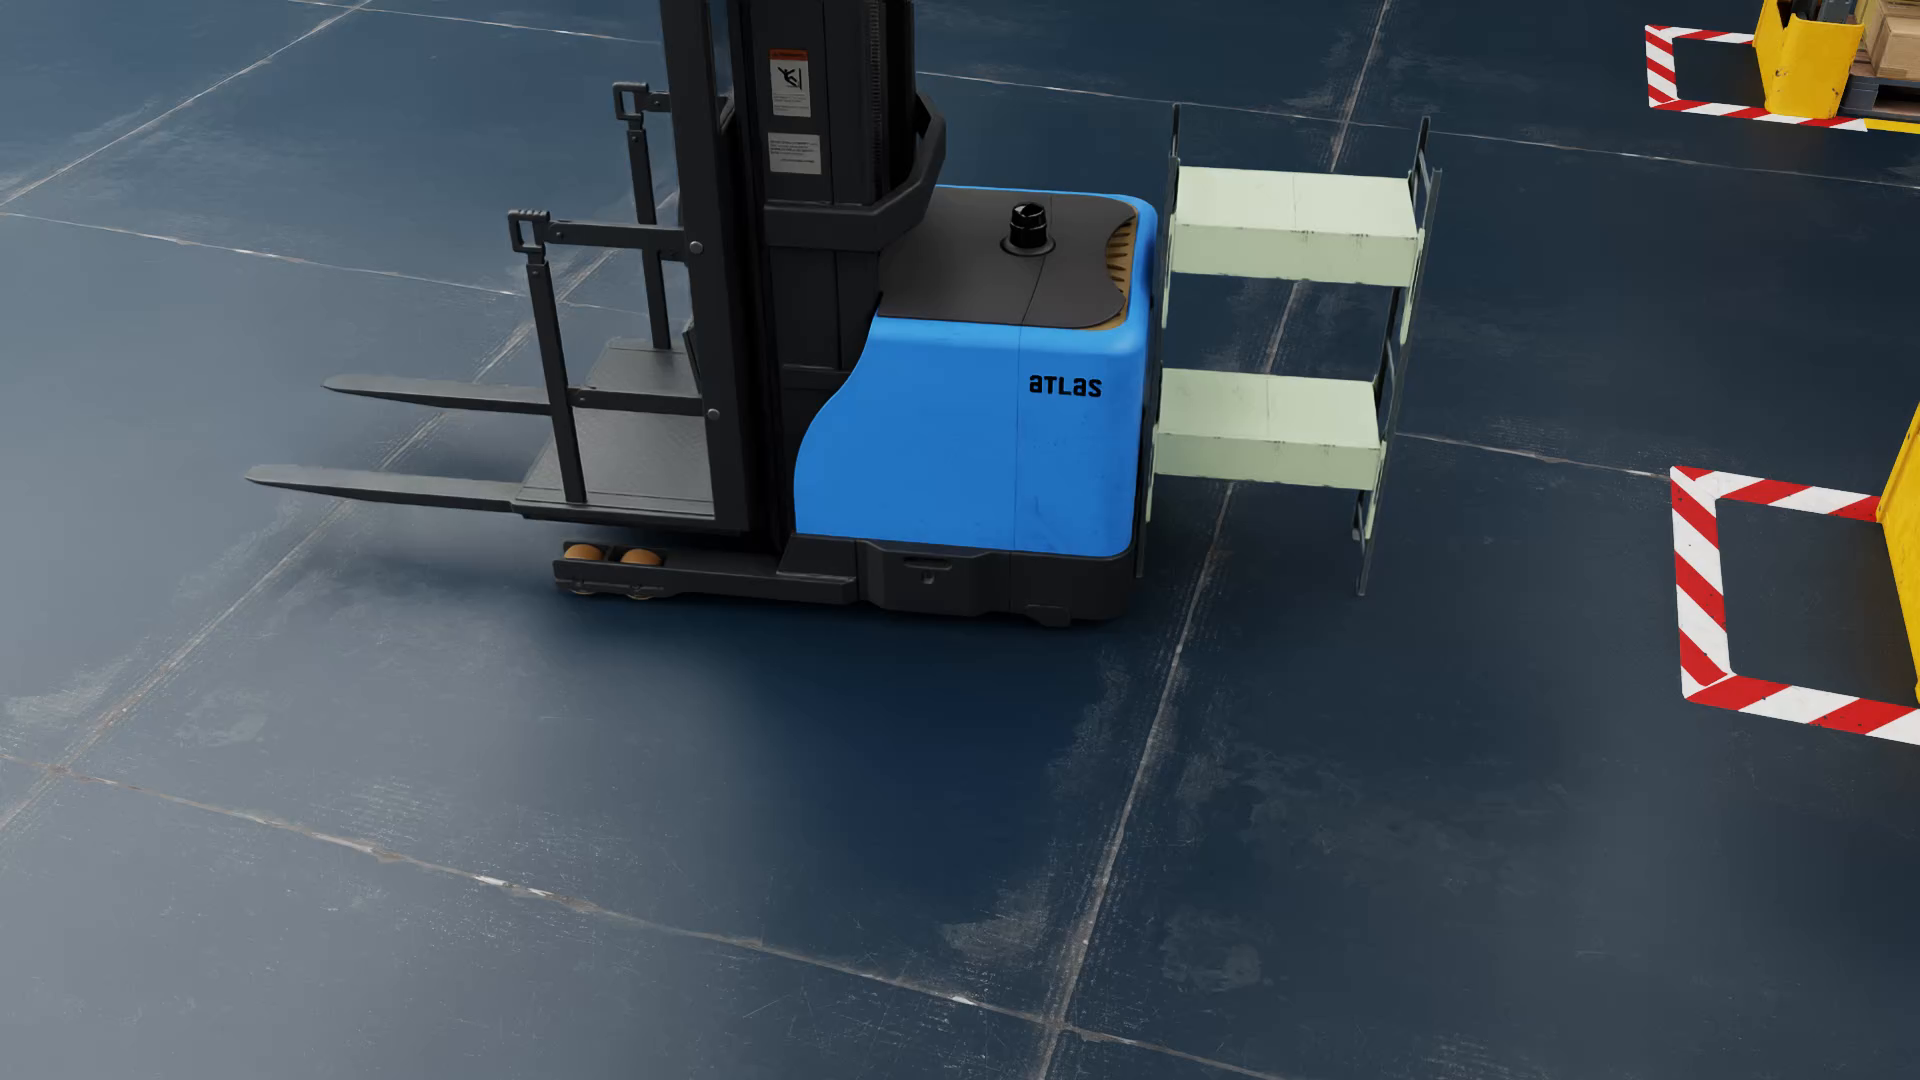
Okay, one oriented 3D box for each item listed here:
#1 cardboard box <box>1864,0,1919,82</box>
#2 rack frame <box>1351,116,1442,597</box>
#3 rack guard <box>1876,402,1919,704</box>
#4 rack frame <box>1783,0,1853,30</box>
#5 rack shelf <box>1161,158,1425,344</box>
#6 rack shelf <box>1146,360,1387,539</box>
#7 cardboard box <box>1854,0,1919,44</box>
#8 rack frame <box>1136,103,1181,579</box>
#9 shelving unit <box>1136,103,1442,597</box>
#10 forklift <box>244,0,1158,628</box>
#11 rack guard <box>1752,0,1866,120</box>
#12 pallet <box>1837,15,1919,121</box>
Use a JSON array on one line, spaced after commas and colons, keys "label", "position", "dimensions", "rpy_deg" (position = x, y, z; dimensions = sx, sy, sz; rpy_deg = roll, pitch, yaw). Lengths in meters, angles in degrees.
[{"label": "cardboard box", "position": [5.087, -2.609, 8.730], "dimensions": [0.500, 0.250, 0.500], "rpy_deg": [10, 38, 14]}, {"label": "rack frame", "position": [1.352, -0.534, 5.210], "dimensions": [0.023, 1.500, 0.400], "rpy_deg": [5, 37, 6]}, {"label": "rack guard", "position": [3.248, 0.028, 5.291], "dimensions": [0.348, 0.500, 1.175], "rpy_deg": [10, 38, 14]}, {"label": "rack frame", "position": [4.642, -3.768, 8.339], "dimensions": [0.127, 3.000, 1.000], "rpy_deg": [10, 38, 14]}, {"label": "rack shelf", "position": [0.989, -0.878, 5.019], "dimensions": [0.720, 0.370, 0.431], "rpy_deg": [5, 37, 6]}, {"label": "rack shelf", "position": [0.989, -0.301, 5.443], "dimensions": [0.720, 0.370, 0.431], "rpy_deg": [5, 37, 6]}, {"label": "cardboard box", "position": [5.242, -2.902, 9.128], "dimensions": [0.500, 0.250, 0.500], "rpy_deg": [10, 38, 14]}, {"label": "rack frame", "position": [0.627, -0.593, 5.290], "dimensions": [0.023, 1.500, 0.400], "rpy_deg": [5, 37, 6]}, {"label": "shelving unit", "position": [0.989, -0.563, 5.250], "dimensions": [0.755, 1.500, 0.431], "rpy_deg": [5, 37, 6]}, {"label": "forklift", "position": [-0.897, -1.288, 5.028], "dimensions": [3.031, 2.935, 1.130], "rpy_deg": [5, 37, 6]}, {"label": "rack guard", "position": [4.619, -2.765, 9.086], "dimensions": [0.348, 0.500, 1.175], "rpy_deg": [10, 38, 14]}, {"label": "pallet", "position": [5.384, -2.533, 9.014], "dimensions": [1.213, 0.211, 1.003], "rpy_deg": [10, 38, 14]}]
